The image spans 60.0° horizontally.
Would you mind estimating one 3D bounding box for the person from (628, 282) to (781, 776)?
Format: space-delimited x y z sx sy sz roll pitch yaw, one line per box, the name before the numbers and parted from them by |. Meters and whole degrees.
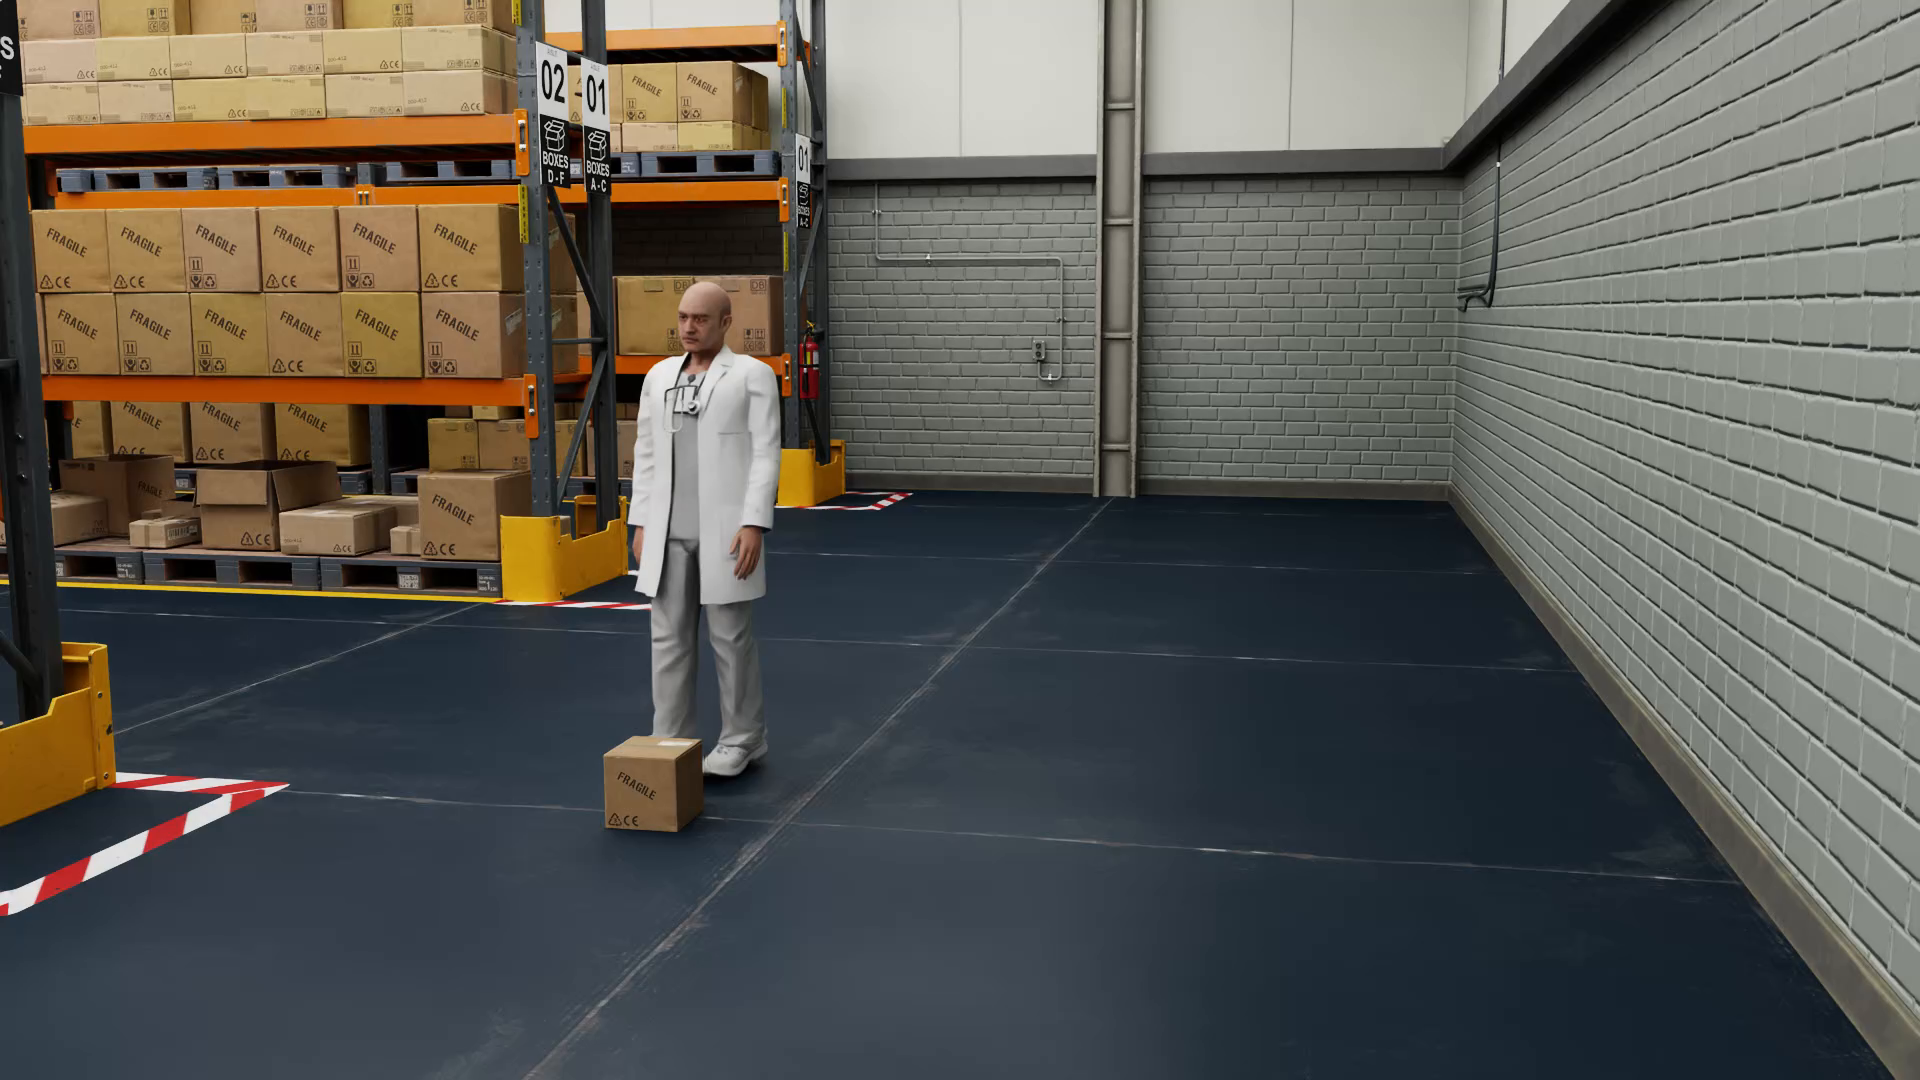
person | -0.936 -0.016 5.956 0.599 1.797 0.585 3 8 19
